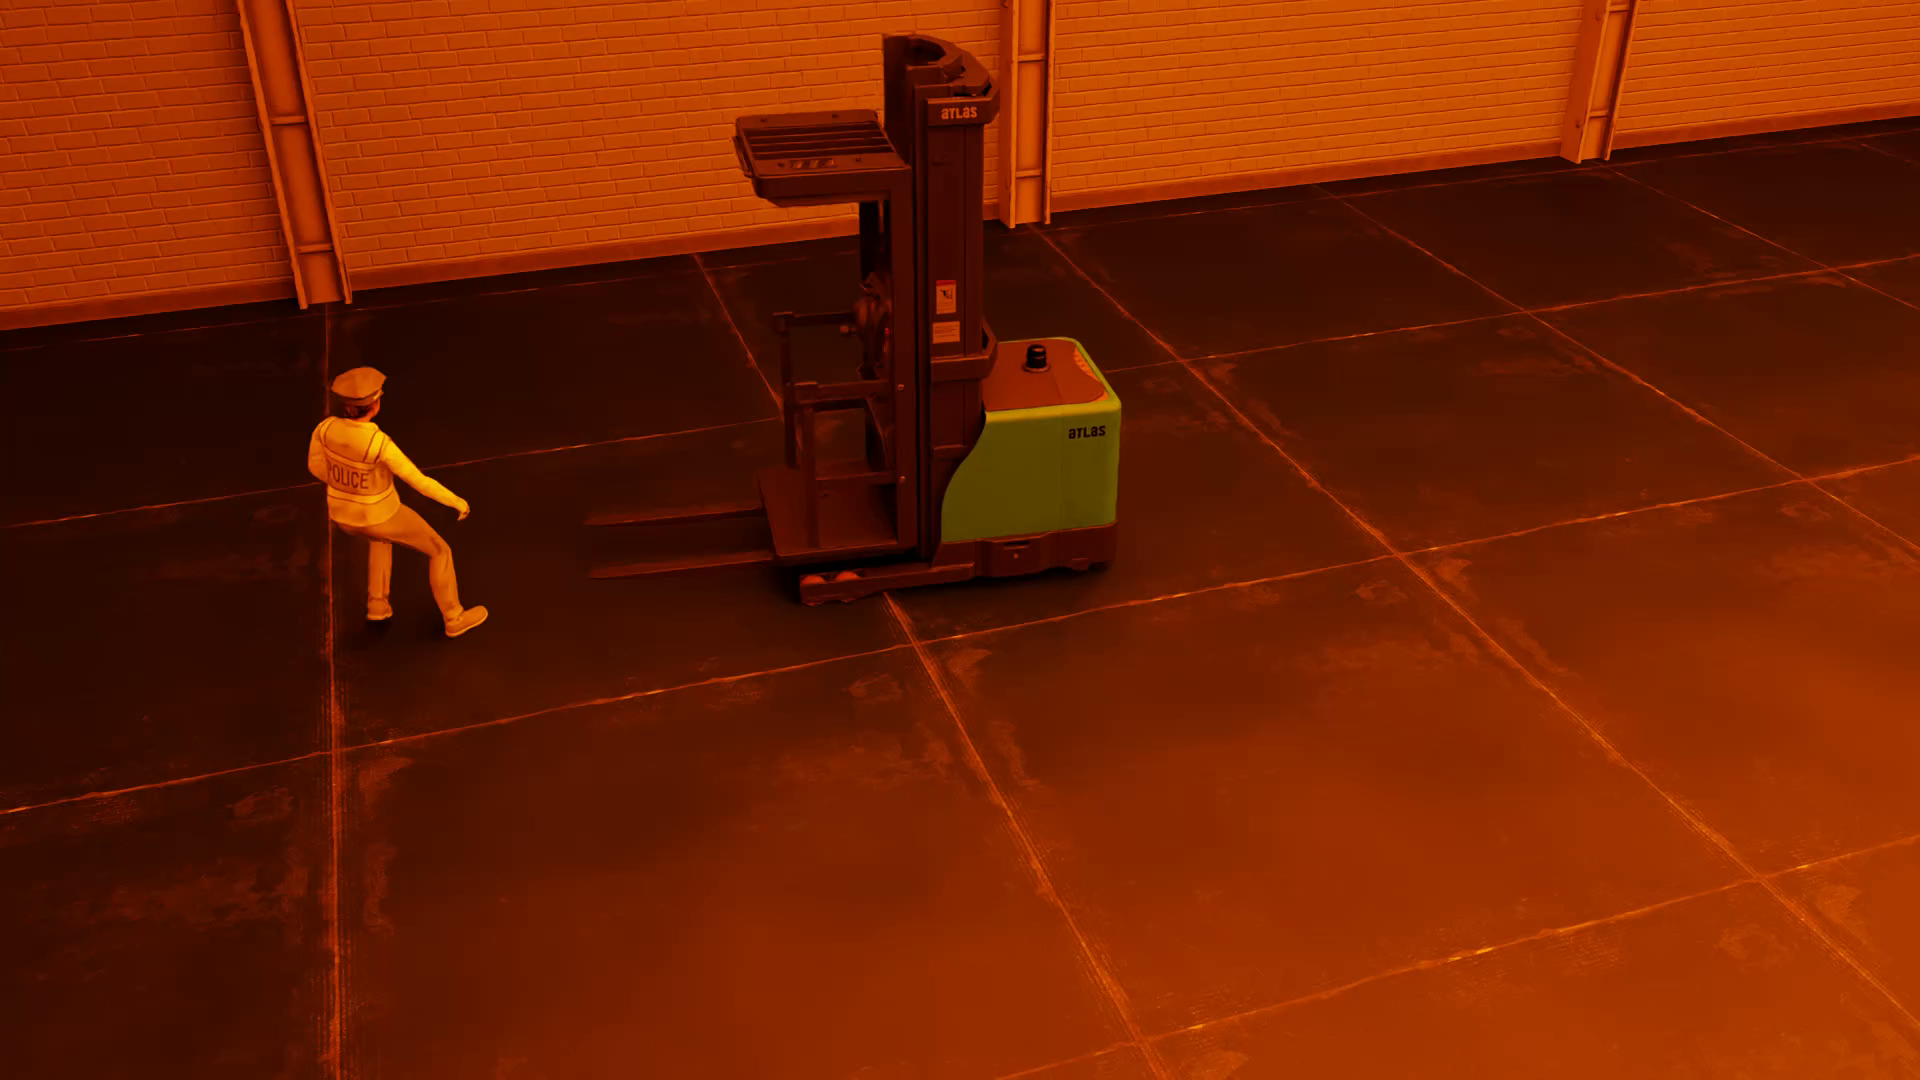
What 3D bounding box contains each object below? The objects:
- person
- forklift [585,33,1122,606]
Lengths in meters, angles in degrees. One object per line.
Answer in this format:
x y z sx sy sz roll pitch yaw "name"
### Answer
-3.019 -0.196 8.791 0.724 1.557 0.489 9 31 15 "person"
-0.657 -1.187 9.151 3.031 2.935 1.130 -6 30 -10 "forklift"
